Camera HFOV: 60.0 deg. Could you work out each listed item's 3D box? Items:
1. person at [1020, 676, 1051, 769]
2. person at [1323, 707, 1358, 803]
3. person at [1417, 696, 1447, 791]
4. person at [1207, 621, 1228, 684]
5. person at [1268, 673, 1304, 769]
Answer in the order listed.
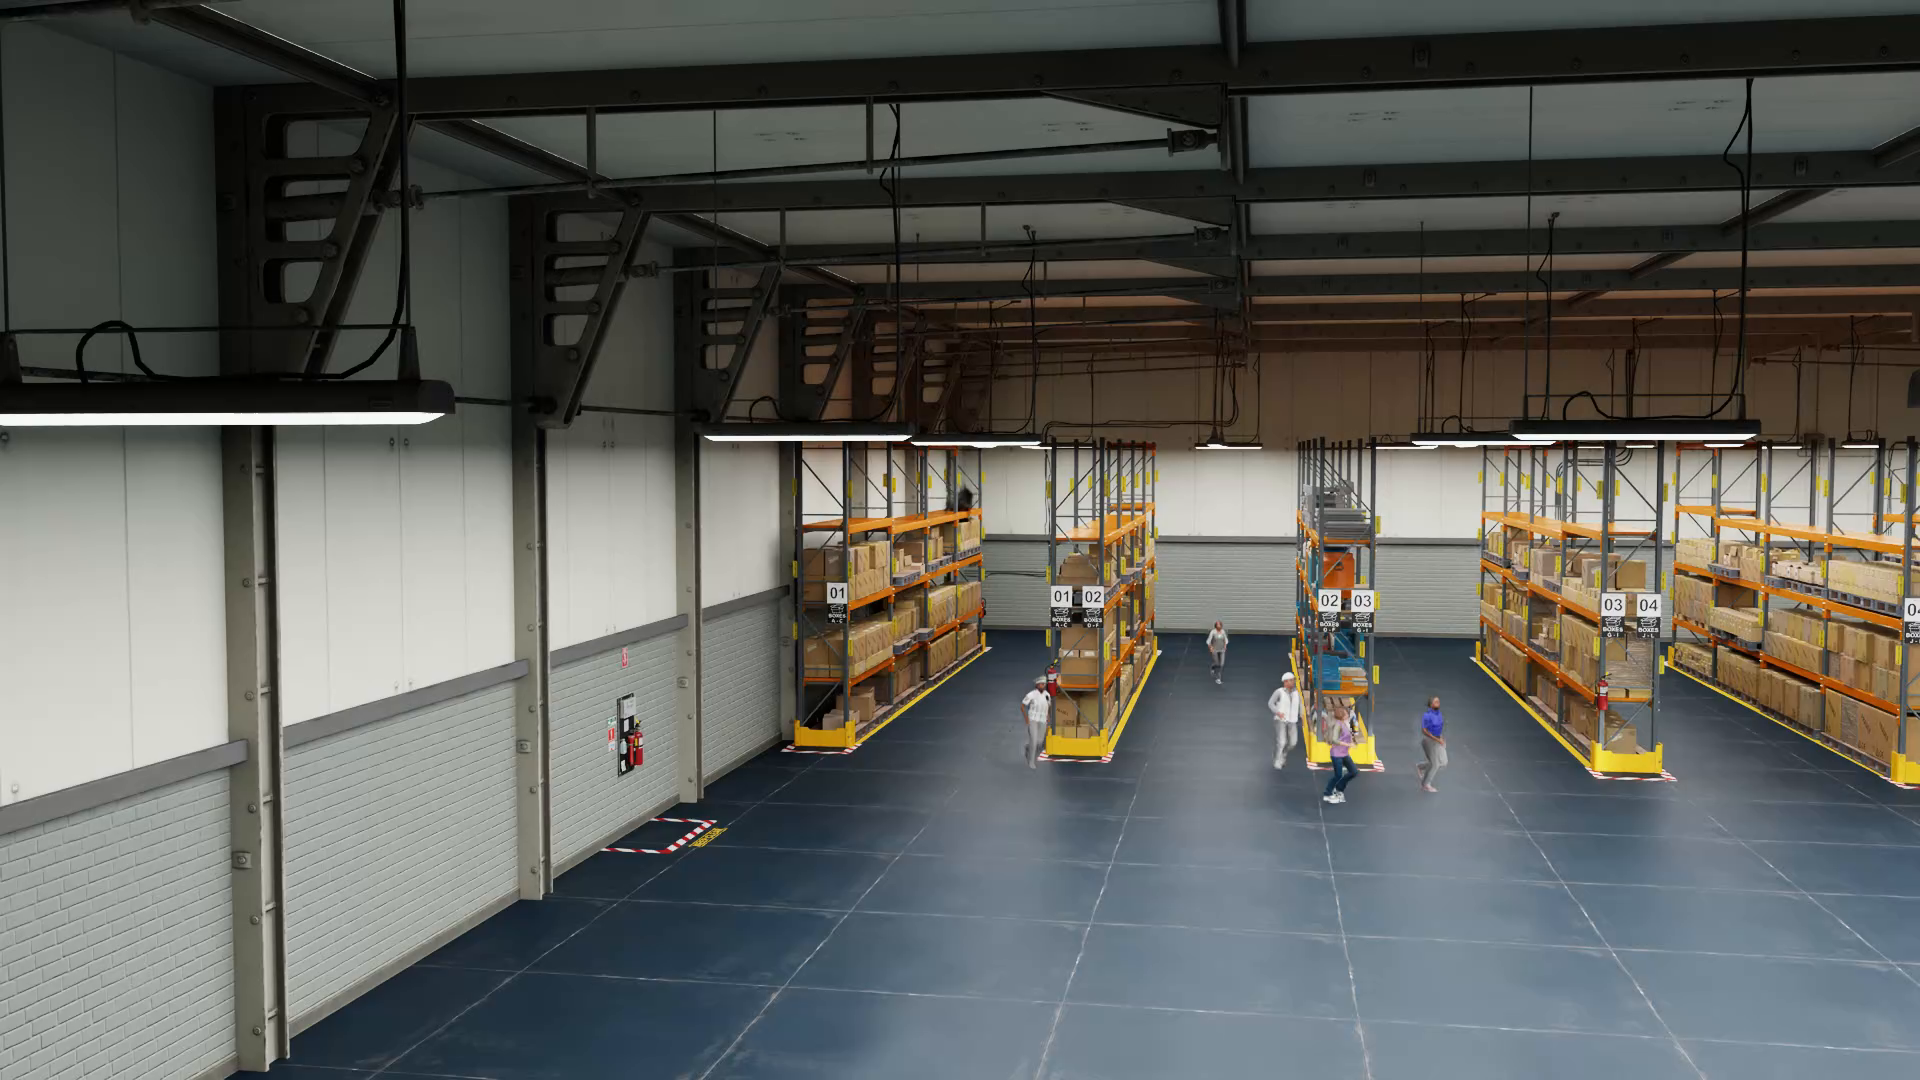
[{"bbox_3d":[1.392,3.314,30.416,0.622,1.668,0.635,-1,3,-24],"label":"person"},{"bbox_3d":[6.193,3.497,26.989,0.628,1.576,0.540,2,4,37],"label":"person"},{"bbox_3d":[8.002,3.438,28.134,0.602,1.621,0.605,-3,4,-42],"label":"person"},{"bbox_3d":[6.398,2.772,41.242,0.538,1.557,0.549,0,3,-6],"label":"person"},{"bbox_3d":[5.938,3.270,30.070,0.728,1.726,0.497,-1,3,-15],"label":"person"}]
